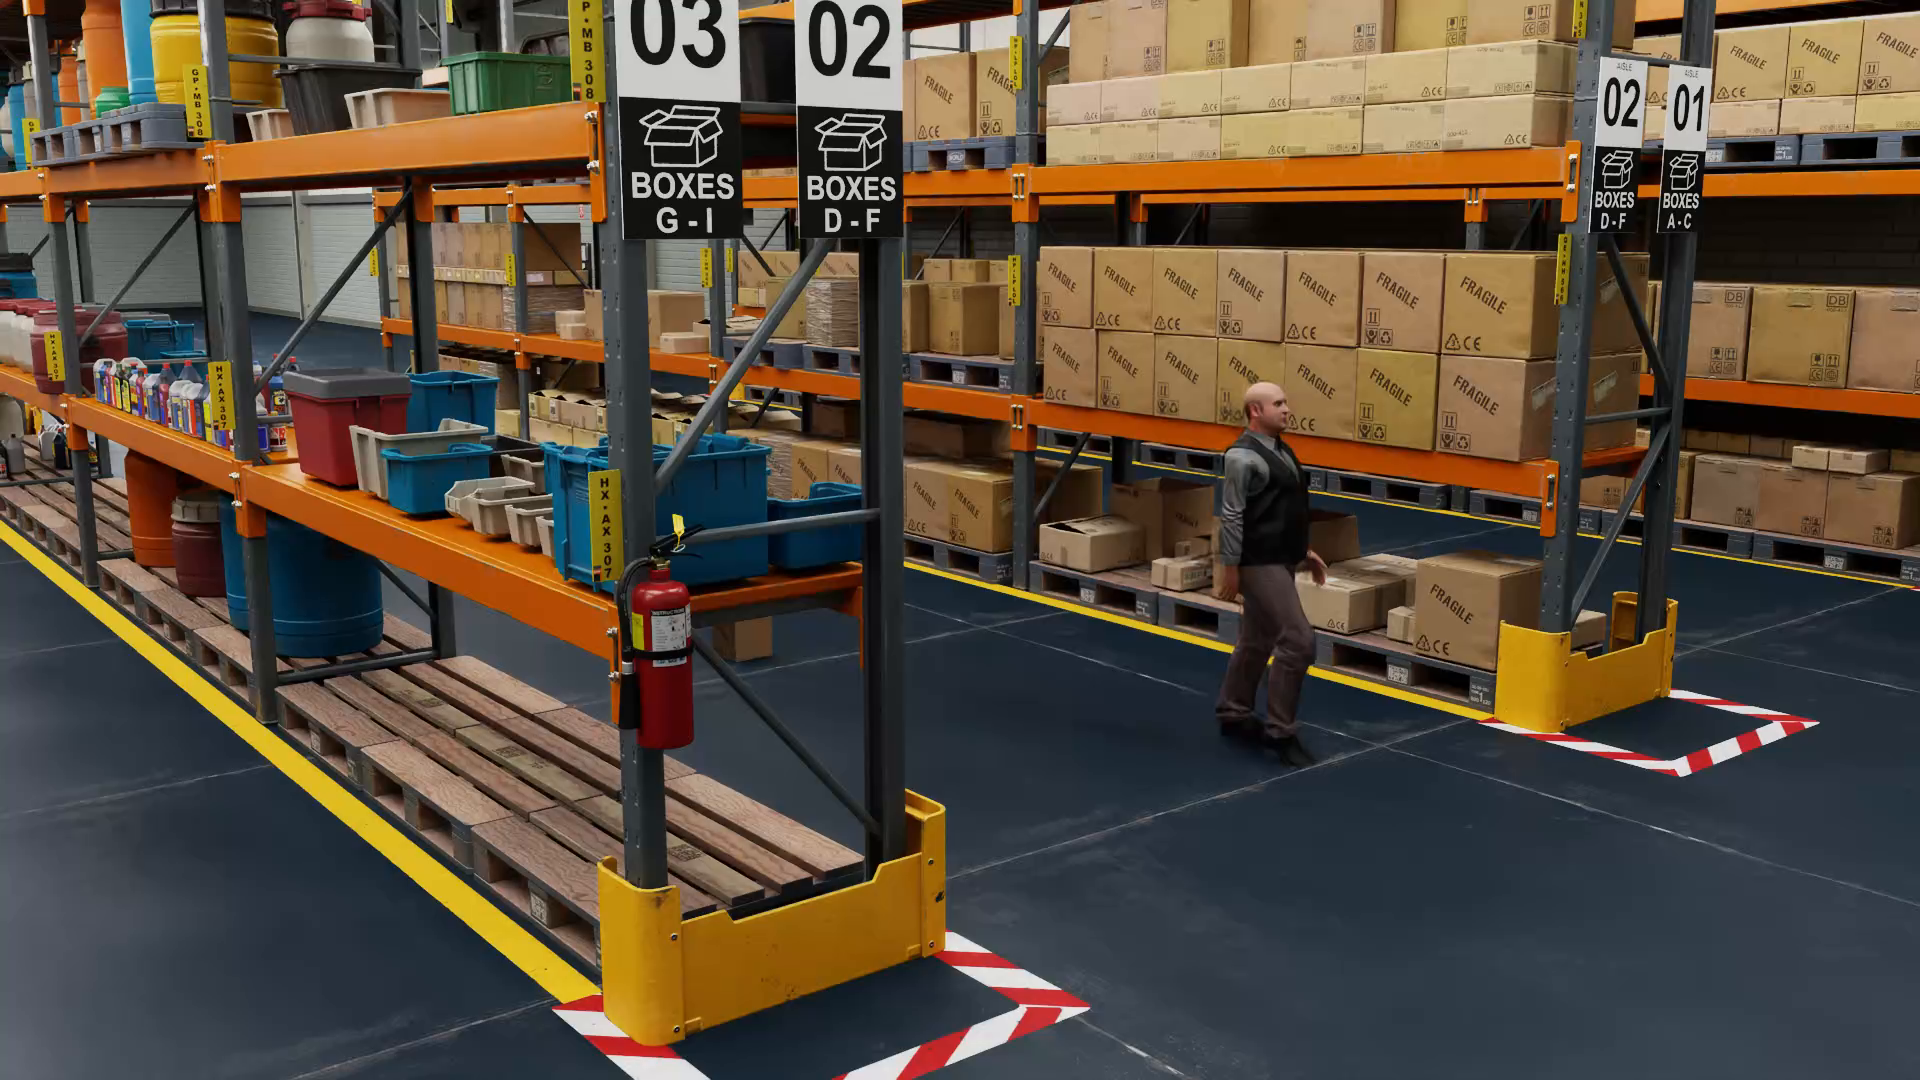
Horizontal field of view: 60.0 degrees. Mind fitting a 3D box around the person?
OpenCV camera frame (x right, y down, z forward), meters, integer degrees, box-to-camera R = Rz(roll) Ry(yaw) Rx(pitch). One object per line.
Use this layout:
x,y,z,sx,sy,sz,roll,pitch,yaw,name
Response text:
1.462,0.160,7.741,0.554,1.786,0.542,6,12,28,person
